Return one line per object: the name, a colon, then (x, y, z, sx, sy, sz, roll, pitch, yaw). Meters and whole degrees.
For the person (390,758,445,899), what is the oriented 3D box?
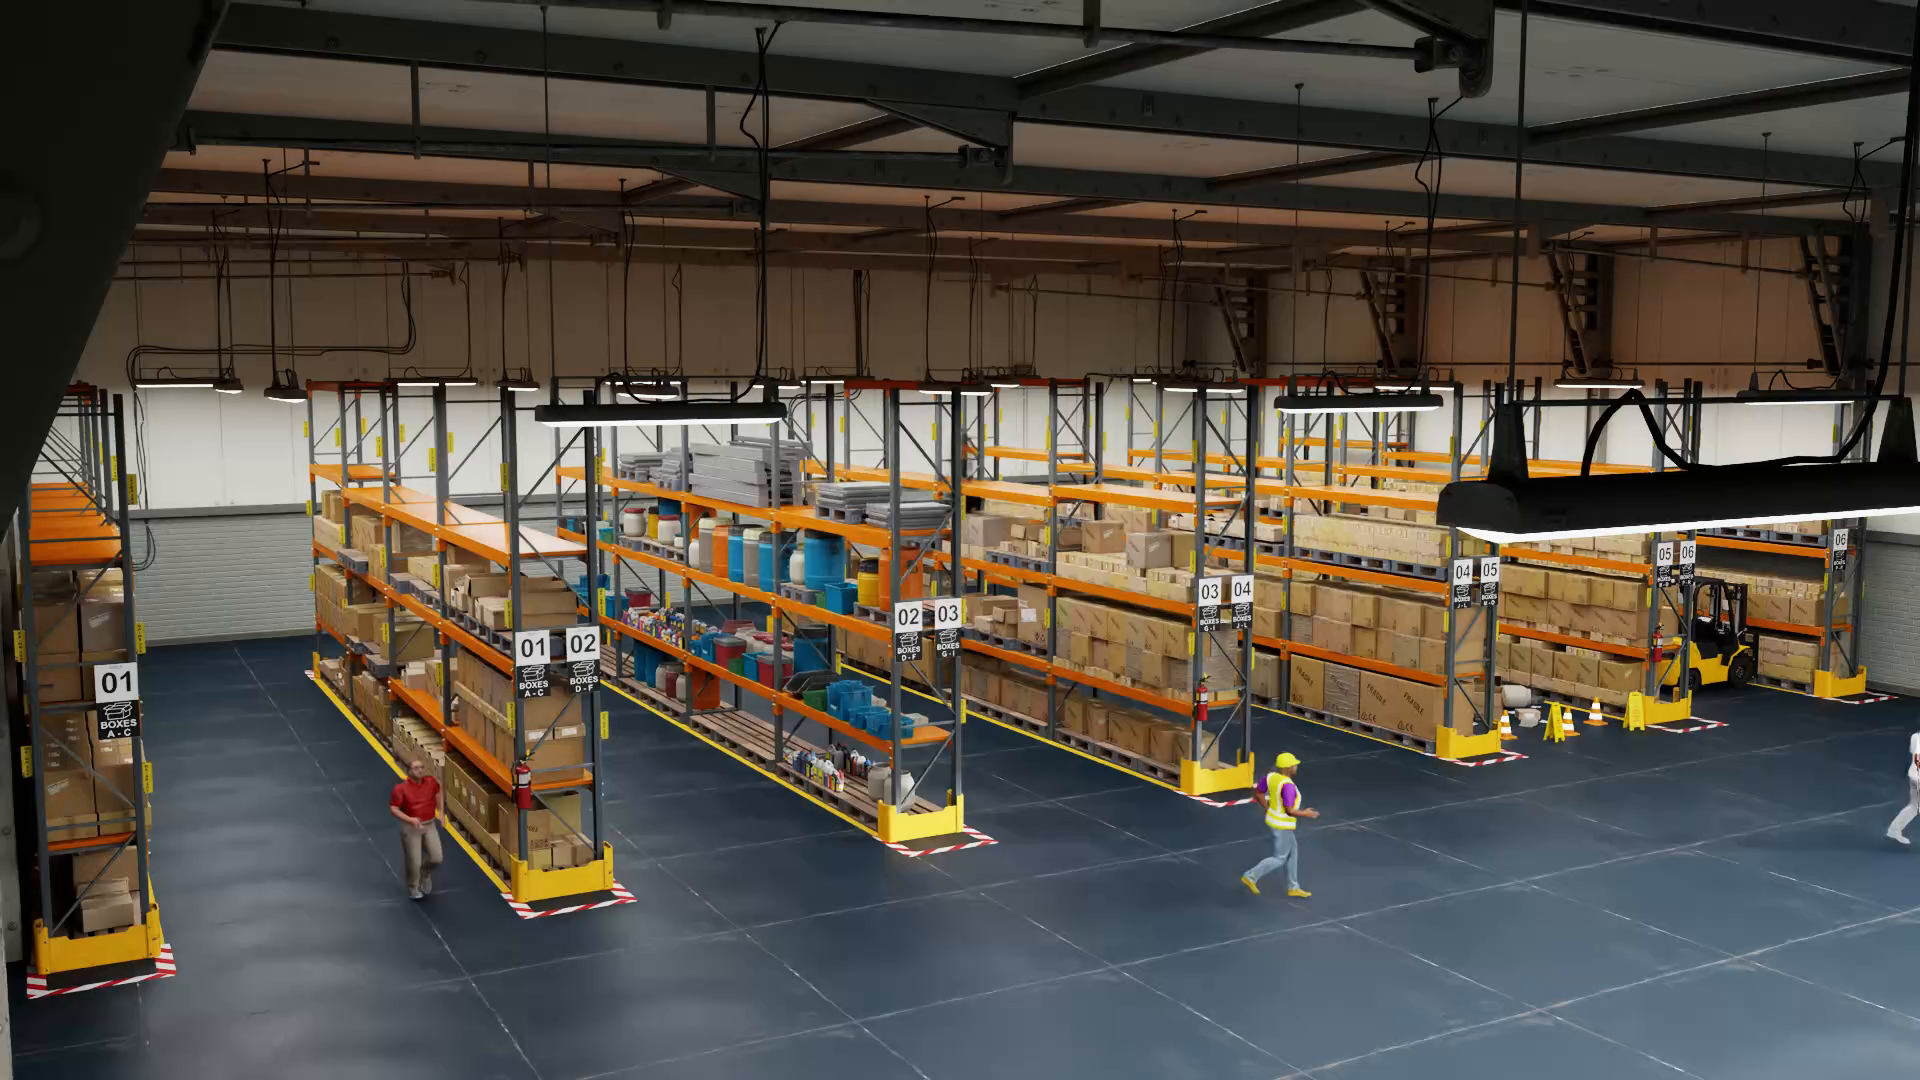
person: (-6.333, 3.402, 19.579, 0.706, 1.681, 0.608, -5, 8, -42)

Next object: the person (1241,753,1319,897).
person: (3.732, 3.380, 19.588, 0.926, 1.762, 0.682, -1, 6, -10)

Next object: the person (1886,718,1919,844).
person: (12.541, 3.141, 21.609, 0.827, 1.793, 0.687, 1, 6, 7)
